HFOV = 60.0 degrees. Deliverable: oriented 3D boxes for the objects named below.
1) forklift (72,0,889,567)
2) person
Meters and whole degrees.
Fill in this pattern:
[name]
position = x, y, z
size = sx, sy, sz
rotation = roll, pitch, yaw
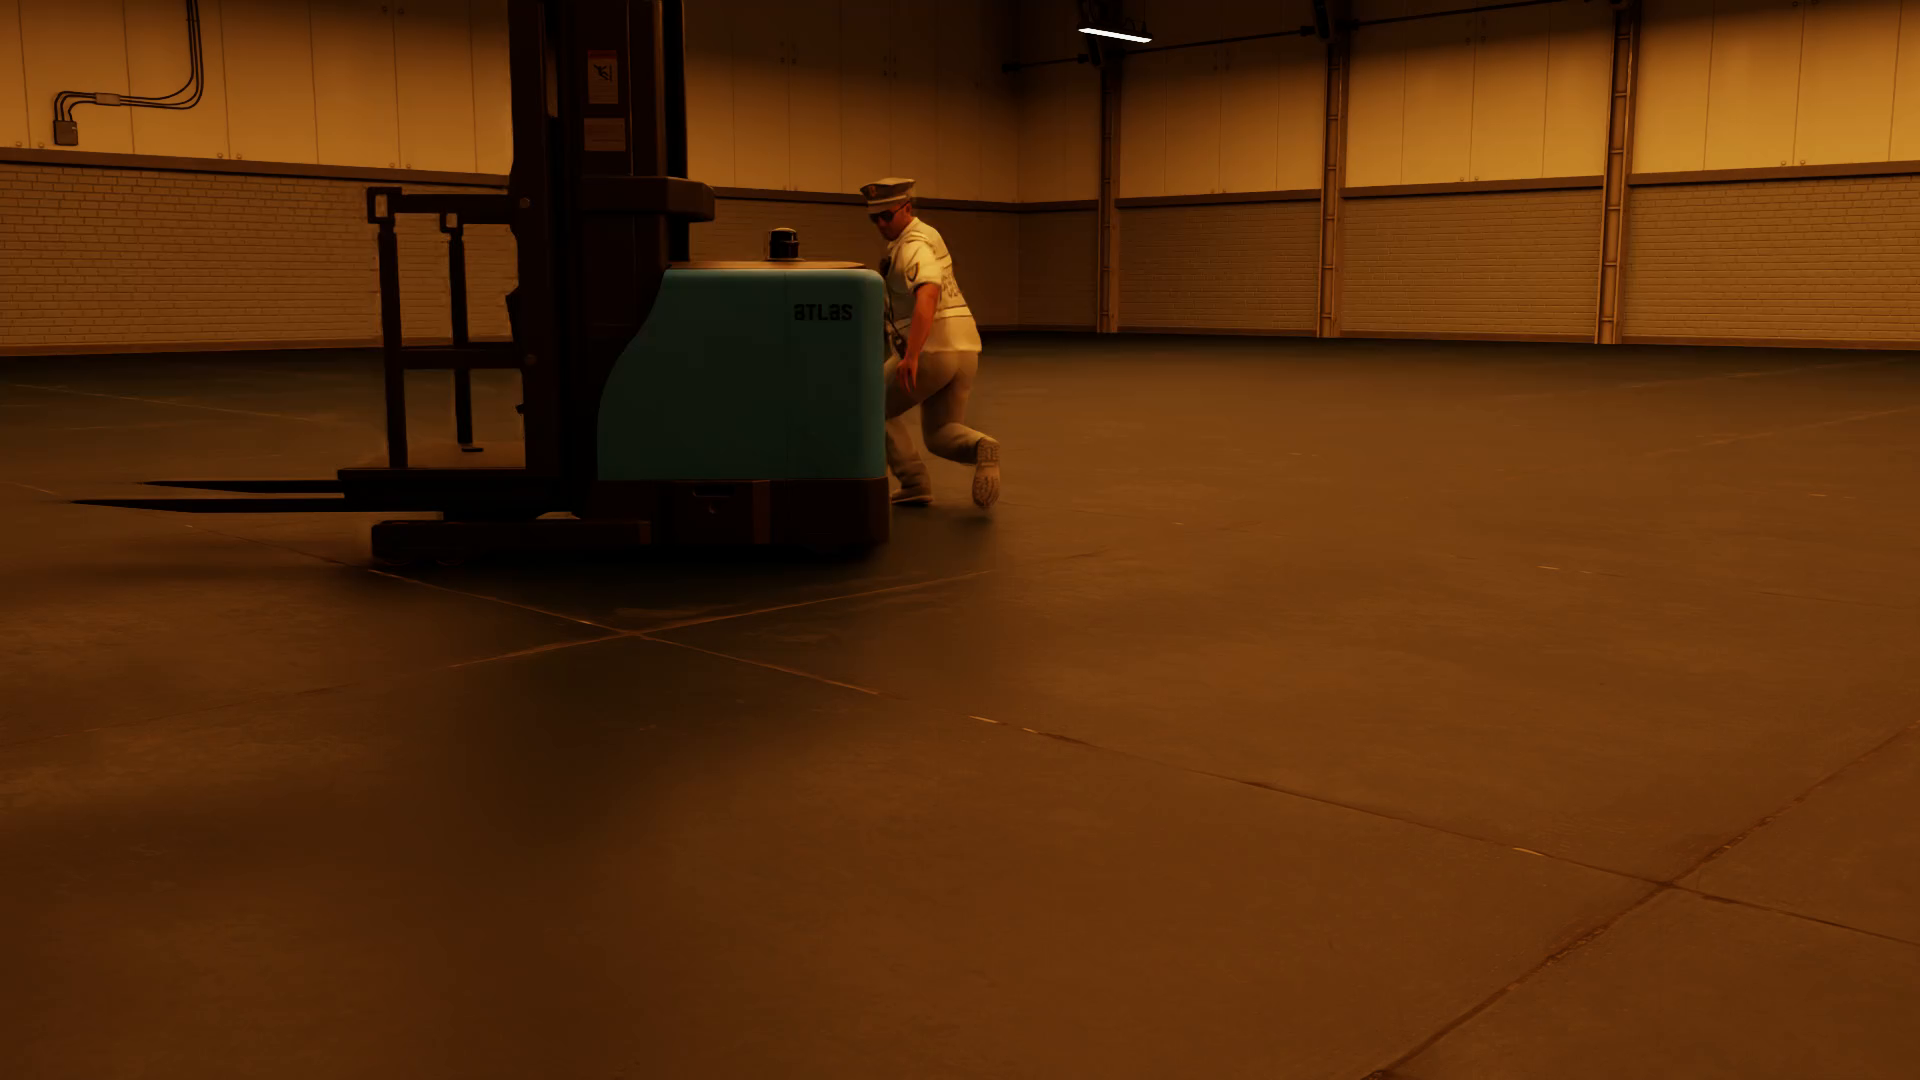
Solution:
[forklift]
position = -1.802, -1.433, 6.389
size = 3.031, 2.935, 1.130
rotation = 0, 9, -3
[person]
position = -0.184, -0.891, 7.679
size = 0.830, 1.531, 0.654
rotation = 6, 10, 33
